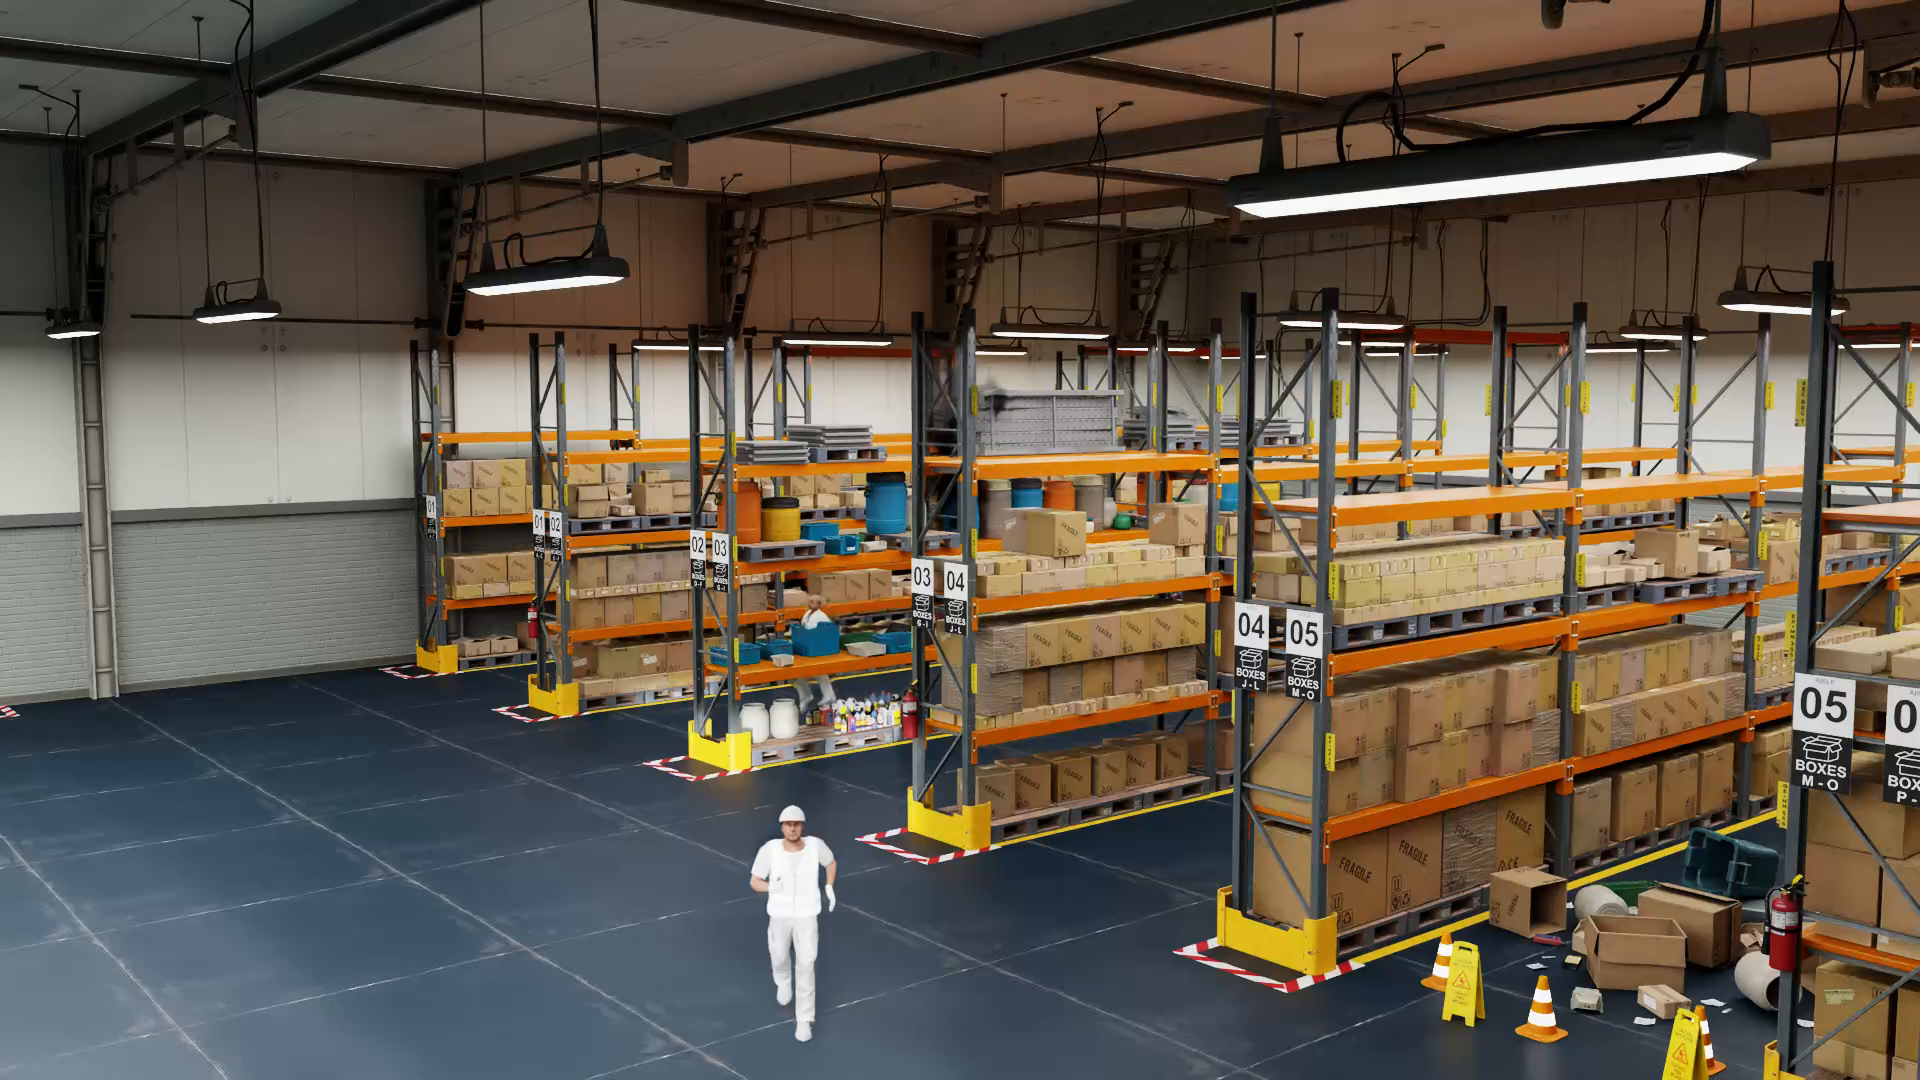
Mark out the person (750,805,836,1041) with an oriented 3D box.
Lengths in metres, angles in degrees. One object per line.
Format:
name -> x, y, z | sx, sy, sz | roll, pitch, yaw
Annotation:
person -> -1.339, 3.010, 13.387 | 0.693, 1.760, 1.002 | 0, 5, -5

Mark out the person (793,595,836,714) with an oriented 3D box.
person -> -2.249, 1.747, 25.453 | 0.670, 1.834, 0.809 | 5, 7, 42

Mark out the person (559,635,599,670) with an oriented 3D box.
person -> -6.576, 1.652, 28.474 | 0.770, 1.754, 0.679 | -4, 7, -40
